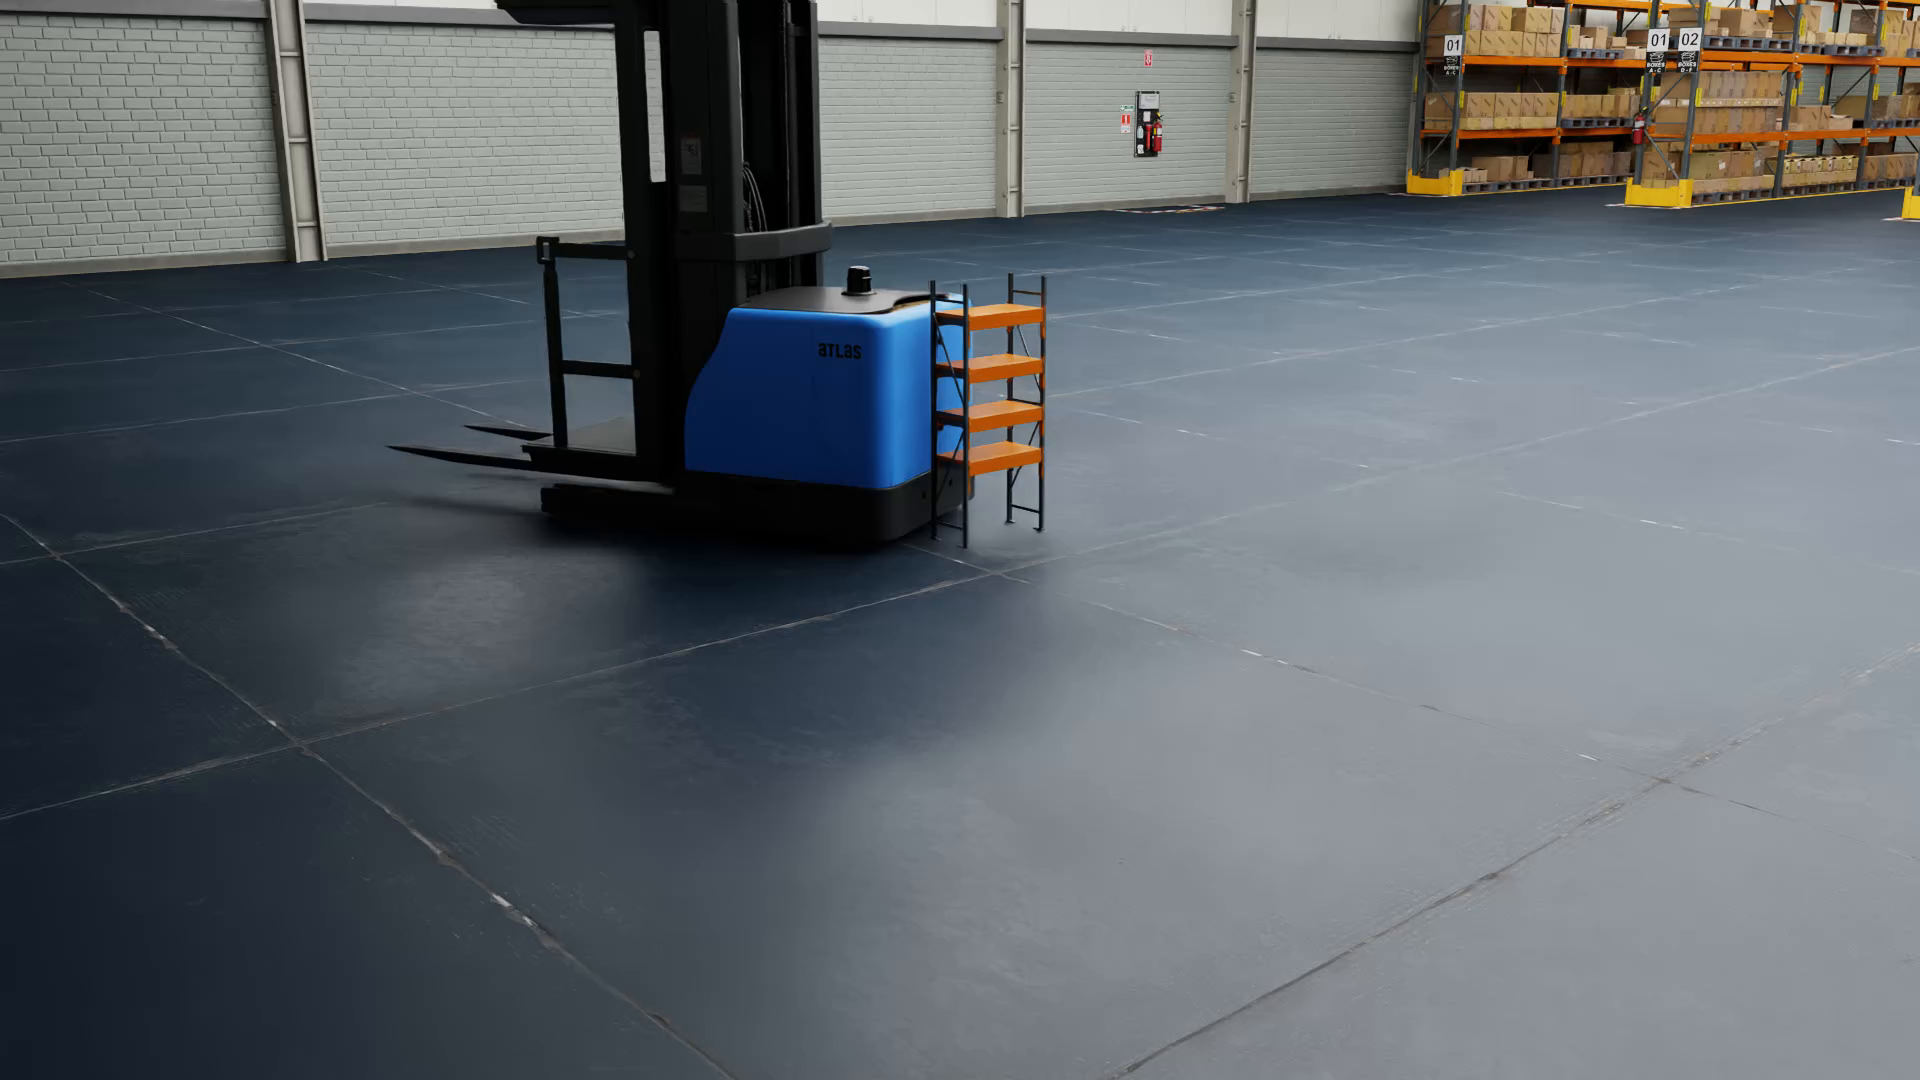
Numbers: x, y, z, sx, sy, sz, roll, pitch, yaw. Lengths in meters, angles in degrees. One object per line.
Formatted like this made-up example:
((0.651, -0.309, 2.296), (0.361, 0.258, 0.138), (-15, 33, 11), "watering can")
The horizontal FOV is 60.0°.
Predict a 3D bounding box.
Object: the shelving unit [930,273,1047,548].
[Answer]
((0.133, -0.608, 7.699), (0.503, 1.200, 0.258), (-13, 20, -41), "shelving unit")

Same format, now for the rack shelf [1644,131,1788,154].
((14.707, -7.770, 32.421), (4.000, 0.370, 1.077), (-13, 19, -39), "rack shelf")

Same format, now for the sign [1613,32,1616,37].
((15.621, -11.944, 39.687), (0.005, 0.325, 0.100), (-13, 19, -39), "sign")

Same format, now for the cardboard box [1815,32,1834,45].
((17.699, -10.348, 34.342), (0.500, 0.250, 0.500), (14, 20, 42), "cardboard box")

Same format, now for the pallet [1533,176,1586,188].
((13.548, -8.205, 38.059), (1.213, 0.211, 1.003), (-13, 19, -39), "pallet")

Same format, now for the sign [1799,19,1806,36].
((16.582, -10.086, 32.729), (0.005, 0.325, 0.100), (-13, 19, -39), "sign")

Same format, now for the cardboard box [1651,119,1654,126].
((16.380, -9.997, 39.811), (0.250, 0.149, 0.380), (-13, 20, -40), "cardboard box")

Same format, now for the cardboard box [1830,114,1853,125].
((18.931, -9.038, 35.946), (0.500, 0.311, 0.500), (-11, 19, -36), "cardboard box")

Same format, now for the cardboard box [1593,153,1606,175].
((14.649, -8.816, 38.935), (0.500, 0.500, 0.700), (-13, 20, -40), "cardboard box")

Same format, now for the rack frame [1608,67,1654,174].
((15.979, -10.098, 39.741), (0.127, 3.000, 1.000), (-13, 19, -39), "rack frame")

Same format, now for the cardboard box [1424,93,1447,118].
((10.160, -9.163, 35.041), (0.500, 0.500, 0.500), (-13, 20, -40), "cardboard box")

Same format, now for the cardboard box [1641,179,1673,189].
((13.409, -6.802, 31.916), (0.500, 0.250, 0.500), (-13, 19, -39), "cardboard box")

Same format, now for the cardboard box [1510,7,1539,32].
((11.968, -11.087, 35.463), (0.500, 0.500, 0.500), (-14, 20, -41), "cardboard box")

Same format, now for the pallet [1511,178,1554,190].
((12.478, -7.952, 37.113), (1.213, 0.211, 1.003), (-13, 19, -39), "pallet")

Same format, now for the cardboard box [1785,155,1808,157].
((17.869, -8.071, 35.582), (0.500, 0.311, 0.500), (-13, 20, -41), "cardboard box")

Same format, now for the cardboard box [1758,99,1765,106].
((15.570, -8.599, 32.681), (0.250, 0.149, 0.380), (-13, 20, -39), "cardboard box")

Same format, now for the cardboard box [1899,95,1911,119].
((20.959, -9.752, 37.437), (0.700, 0.500, 0.500), (10, 18, 33), "cardboard box")

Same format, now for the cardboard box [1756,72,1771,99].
((15.505, -8.969, 32.809), (0.500, 0.500, 0.700), (-13, 20, -39), "cardboard box")

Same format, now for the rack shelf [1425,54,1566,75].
((11.453, -10.183, 35.642), (4.000, 0.370, 1.077), (-13, 19, -39), "rack shelf")

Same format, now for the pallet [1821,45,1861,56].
((17.939, -10.170, 34.564), (1.213, 0.211, 1.003), (-12, 19, -37), "pallet")

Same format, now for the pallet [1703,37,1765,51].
((14.670, -9.508, 31.891), (1.213, 0.211, 1.003), (-13, 19, -39), "pallet")

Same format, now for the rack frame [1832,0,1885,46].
((19.234, -12.032, 35.359), (0.127, 3.000, 1.000), (-13, 19, -39), "rack frame")

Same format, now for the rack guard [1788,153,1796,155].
((22.032, -10.249, 45.153), (0.348, 0.500, 1.175), (-13, 19, -39), "rack guard")

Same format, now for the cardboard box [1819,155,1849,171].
((18.612, -8.054, 35.515), (0.500, 0.311, 0.500), (-13, 20, -40), "cardboard box")

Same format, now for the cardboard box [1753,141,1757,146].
((20.944, -10.555, 44.228), (0.250, 0.149, 0.380), (-12, 19, -39), "cardboard box")

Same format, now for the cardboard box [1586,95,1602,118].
((14.270, -9.972, 38.222), (0.500, 0.500, 0.700), (-10, 18, -32), "cardboard box")

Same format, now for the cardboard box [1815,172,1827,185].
((17.843, -7.612, 34.948), (0.500, 0.250, 0.500), (-12, 19, -38), "cardboard box")

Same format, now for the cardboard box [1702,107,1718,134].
((13.952, -7.994, 31.670), (0.500, 0.500, 0.700), (-12, 19, -38), "cardboard box")

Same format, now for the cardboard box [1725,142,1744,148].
((20.006, -10.213, 42.946), (0.250, 0.149, 0.380), (-12, 19, -38), "cardboard box")

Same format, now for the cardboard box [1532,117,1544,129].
((12.422, -9.135, 36.390), (0.500, 0.250, 0.500), (-13, 19, -39), "cardboard box")

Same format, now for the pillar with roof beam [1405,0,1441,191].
((12.730, -11.090, 31.830), (0.400, 9.000, 9.100), (-13, 19, -39), "pillar with roof beam")

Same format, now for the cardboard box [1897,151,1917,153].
((22.495, -8.968, 39.504), (0.500, 0.500, 0.500), (-13, 19, -39), "cardboard box")

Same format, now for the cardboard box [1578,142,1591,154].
((14.226, -9.079, 38.467), (0.500, 0.250, 0.500), (-13, 20, -41), "cardboard box")

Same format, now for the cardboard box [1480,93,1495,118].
((10.881, -9.146, 34.977), (0.500, 0.500, 0.500), (-13, 19, -39), "cardboard box")

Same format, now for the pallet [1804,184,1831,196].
((17.667, -7.449, 35.230), (1.213, 0.211, 1.003), (-13, 19, -39), "pallet")

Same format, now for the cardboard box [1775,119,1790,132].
((16.559, -8.476, 33.960), (0.500, 0.250, 0.500), (-11, 19, -36), "cardboard box")

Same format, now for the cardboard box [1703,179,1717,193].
((14.124, -6.786, 31.858), (0.500, 0.250, 0.500), (-13, 19, -39), "cardboard box")

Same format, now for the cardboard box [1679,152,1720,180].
((14.125, -7.148, 31.760), (0.500, 0.500, 0.500), (-13, 19, -39), "cardboard box")

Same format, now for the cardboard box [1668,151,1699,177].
((14.153, -7.337, 32.465), (0.500, 0.500, 0.500), (-13, 19, -39), "cardboard box")

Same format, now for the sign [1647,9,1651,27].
((12.853, -9.726, 30.973), (0.005, 0.325, 0.100), (-13, 19, -39), "sign")

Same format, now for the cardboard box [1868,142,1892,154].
((20.972, -8.975, 38.076), (0.500, 0.250, 0.500), (-13, 19, -39), "cardboard box")

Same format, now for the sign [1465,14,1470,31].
((10.300, -10.508, 33.772), (0.005, 0.325, 0.100), (-13, 19, -39), "sign")

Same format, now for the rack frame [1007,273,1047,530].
((0.313, -0.650, 7.858), (0.015, 1.200, 0.240), (-13, 20, -41), "rack frame")

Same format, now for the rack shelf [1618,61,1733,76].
((17.488, -11.538, 40.715), (4.000, 0.370, 1.077), (-13, 19, -39), "rack shelf")

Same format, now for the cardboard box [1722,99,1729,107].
((14.414, -8.340, 31.711), (0.250, 0.149, 0.380), (-14, 20, -41), "cardboard box")

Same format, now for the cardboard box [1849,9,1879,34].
((19.567, -11.187, 35.876), (0.500, 0.500, 0.500), (-13, 19, -39), "cardboard box")

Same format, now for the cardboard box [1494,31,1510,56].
((11.178, -10.431, 34.942), (0.500, 0.500, 0.500), (-12, 19, -37), "cardboard box")

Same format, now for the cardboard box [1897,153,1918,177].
((21.689, -8.595, 38.107), (0.500, 0.500, 0.500), (-13, 19, -39), "cardboard box")

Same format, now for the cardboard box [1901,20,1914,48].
((20.818, -11.263, 37.089), (0.600, 0.600, 0.600), (-14, 20, -41), "cardboard box")

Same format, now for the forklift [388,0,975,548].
((-1.490, -1.613, 8.108), (3.031, 2.935, 1.130), (7, 16, 23), "forklift")

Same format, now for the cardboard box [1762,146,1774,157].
((21.174, -10.225, 44.249), (0.500, 0.500, 0.700), (-13, 20, -40), "cardboard box")

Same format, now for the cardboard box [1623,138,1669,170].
((16.620, -9.361, 40.335), (0.750, 0.750, 0.750), (-13, 20, -40), "cardboard box")

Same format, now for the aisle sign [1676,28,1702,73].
((13.350, -8.964, 30.459), (0.004, 0.787, 0.394), (-13, 19, -39), "aisle sign")

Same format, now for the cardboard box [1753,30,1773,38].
((15.486, -9.797, 32.205), (0.250, 0.149, 0.380), (-13, 19, -39), "cardboard box")

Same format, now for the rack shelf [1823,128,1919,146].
((20.743, -9.125, 37.494), (4.000, 0.370, 1.077), (-13, 19, -39), "rack shelf")

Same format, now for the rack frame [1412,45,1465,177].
((9.944, -8.743, 34.668), (0.127, 3.000, 1.000), (-13, 19, -39), "rack frame")

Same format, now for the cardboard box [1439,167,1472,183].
((10.525, -7.756, 35.331), (0.500, 0.311, 0.500), (13, 20, 41), "cardboard box")
